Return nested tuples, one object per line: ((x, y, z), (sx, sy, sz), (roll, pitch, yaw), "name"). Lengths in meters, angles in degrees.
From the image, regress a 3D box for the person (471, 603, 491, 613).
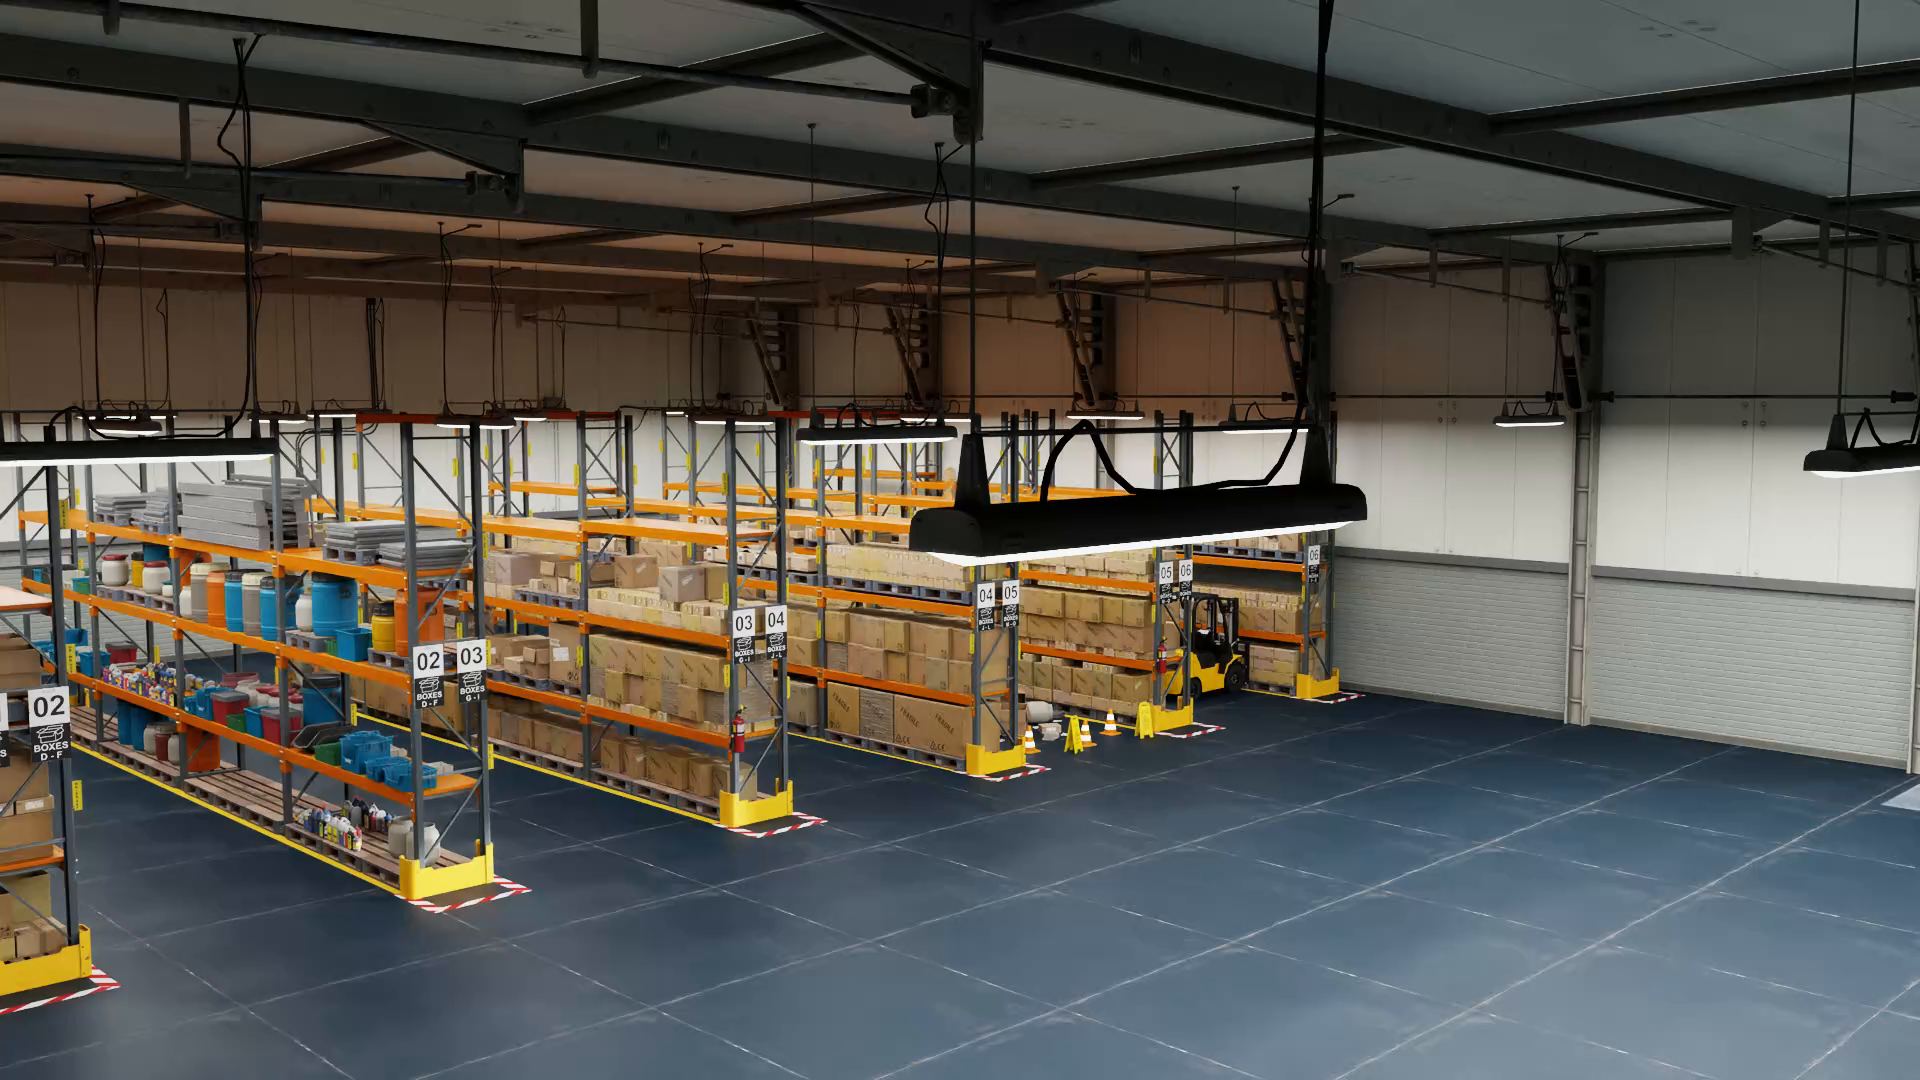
((-11.576, 1.980, 40.057), (0.676, 1.817, 0.756), (1, 5, 13), "person")

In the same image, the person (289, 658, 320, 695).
((-12.939, 2.710, 32.794), (0.603, 1.625, 1.003), (-4, 7, -41), "person")

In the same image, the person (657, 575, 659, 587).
((-8.332, 1.583, 45.556), (0.581, 1.578, 0.661), (2, 5, 24), "person")
